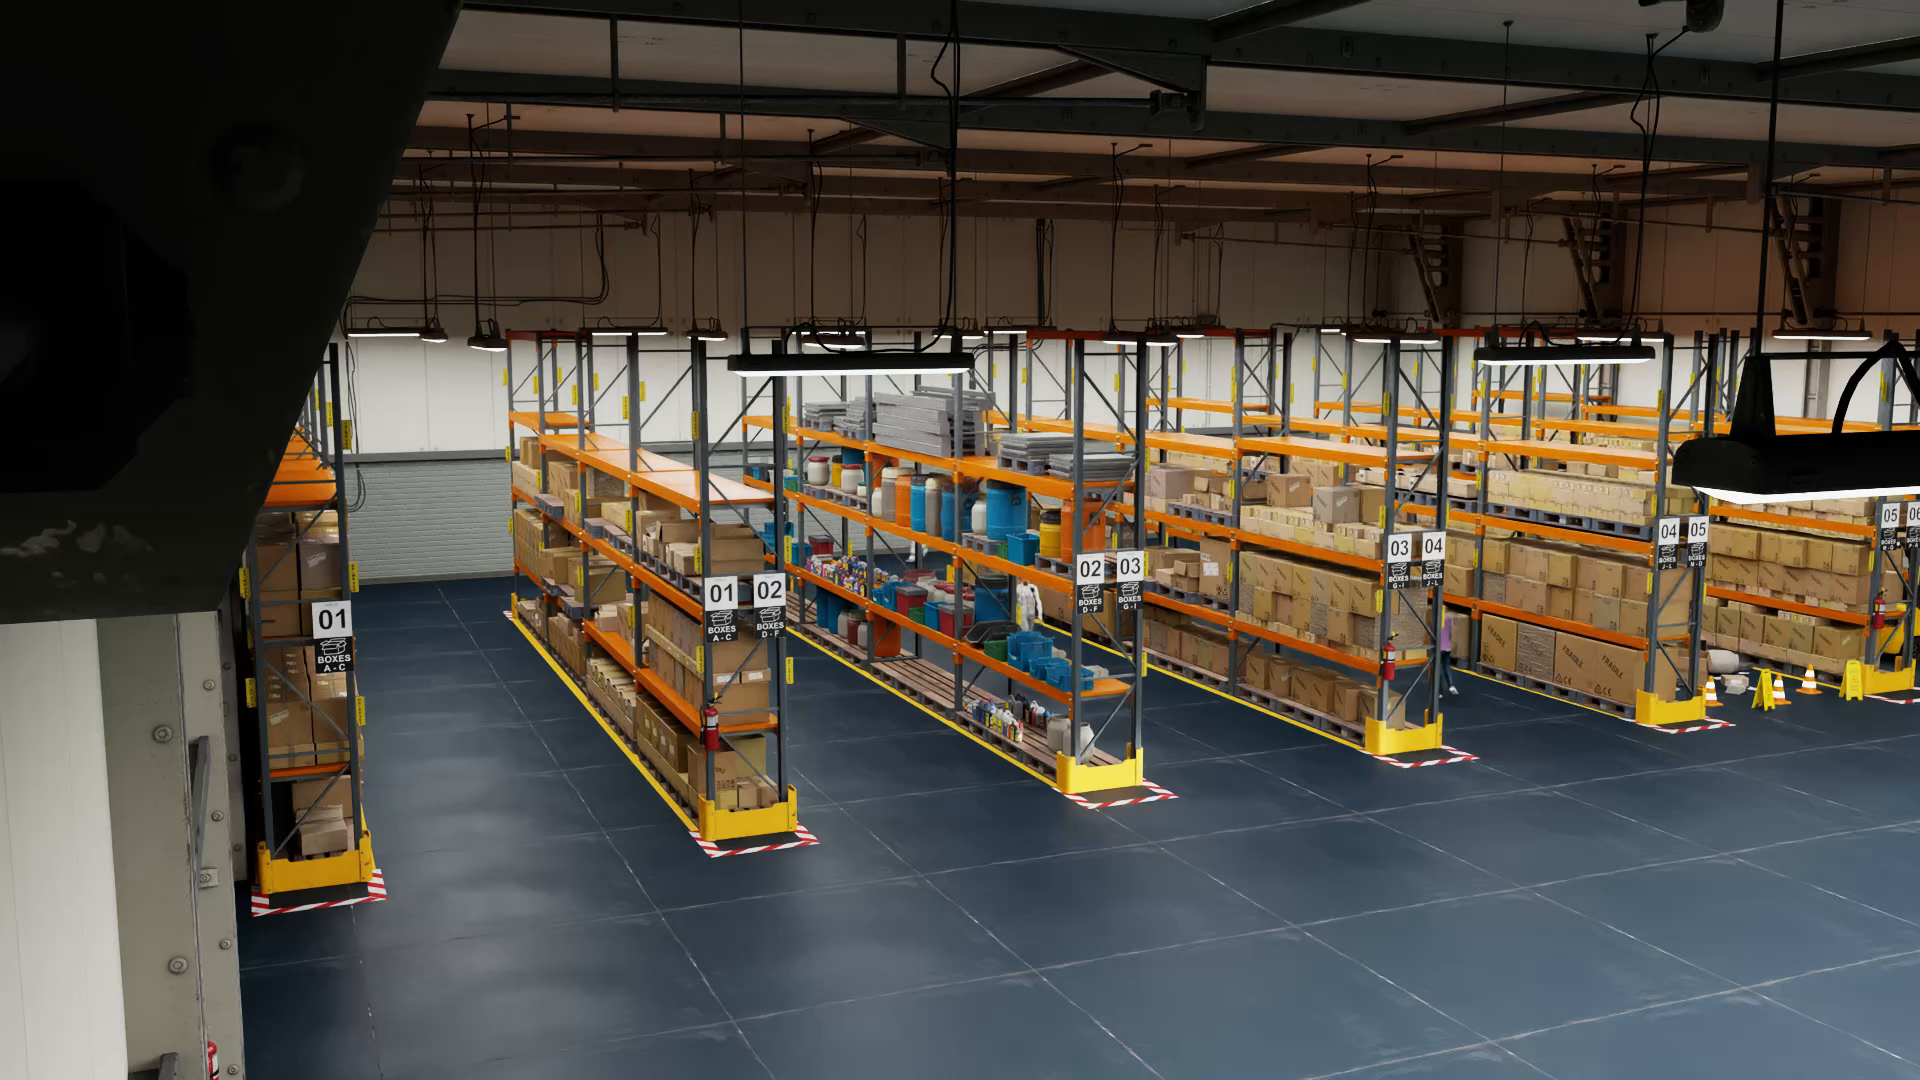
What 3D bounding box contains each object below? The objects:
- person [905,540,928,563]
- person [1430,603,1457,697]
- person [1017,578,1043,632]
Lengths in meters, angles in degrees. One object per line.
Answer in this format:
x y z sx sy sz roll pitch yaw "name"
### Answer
-1.107 -0.318 42.475 0.508 1.752 1.012 7 10 40 "person"
7.967 1.824 27.429 0.462 1.596 0.480 -3 8 -22 "person"
1.199 1.275 29.588 0.513 1.549 1.038 -3 8 -20 "person"
